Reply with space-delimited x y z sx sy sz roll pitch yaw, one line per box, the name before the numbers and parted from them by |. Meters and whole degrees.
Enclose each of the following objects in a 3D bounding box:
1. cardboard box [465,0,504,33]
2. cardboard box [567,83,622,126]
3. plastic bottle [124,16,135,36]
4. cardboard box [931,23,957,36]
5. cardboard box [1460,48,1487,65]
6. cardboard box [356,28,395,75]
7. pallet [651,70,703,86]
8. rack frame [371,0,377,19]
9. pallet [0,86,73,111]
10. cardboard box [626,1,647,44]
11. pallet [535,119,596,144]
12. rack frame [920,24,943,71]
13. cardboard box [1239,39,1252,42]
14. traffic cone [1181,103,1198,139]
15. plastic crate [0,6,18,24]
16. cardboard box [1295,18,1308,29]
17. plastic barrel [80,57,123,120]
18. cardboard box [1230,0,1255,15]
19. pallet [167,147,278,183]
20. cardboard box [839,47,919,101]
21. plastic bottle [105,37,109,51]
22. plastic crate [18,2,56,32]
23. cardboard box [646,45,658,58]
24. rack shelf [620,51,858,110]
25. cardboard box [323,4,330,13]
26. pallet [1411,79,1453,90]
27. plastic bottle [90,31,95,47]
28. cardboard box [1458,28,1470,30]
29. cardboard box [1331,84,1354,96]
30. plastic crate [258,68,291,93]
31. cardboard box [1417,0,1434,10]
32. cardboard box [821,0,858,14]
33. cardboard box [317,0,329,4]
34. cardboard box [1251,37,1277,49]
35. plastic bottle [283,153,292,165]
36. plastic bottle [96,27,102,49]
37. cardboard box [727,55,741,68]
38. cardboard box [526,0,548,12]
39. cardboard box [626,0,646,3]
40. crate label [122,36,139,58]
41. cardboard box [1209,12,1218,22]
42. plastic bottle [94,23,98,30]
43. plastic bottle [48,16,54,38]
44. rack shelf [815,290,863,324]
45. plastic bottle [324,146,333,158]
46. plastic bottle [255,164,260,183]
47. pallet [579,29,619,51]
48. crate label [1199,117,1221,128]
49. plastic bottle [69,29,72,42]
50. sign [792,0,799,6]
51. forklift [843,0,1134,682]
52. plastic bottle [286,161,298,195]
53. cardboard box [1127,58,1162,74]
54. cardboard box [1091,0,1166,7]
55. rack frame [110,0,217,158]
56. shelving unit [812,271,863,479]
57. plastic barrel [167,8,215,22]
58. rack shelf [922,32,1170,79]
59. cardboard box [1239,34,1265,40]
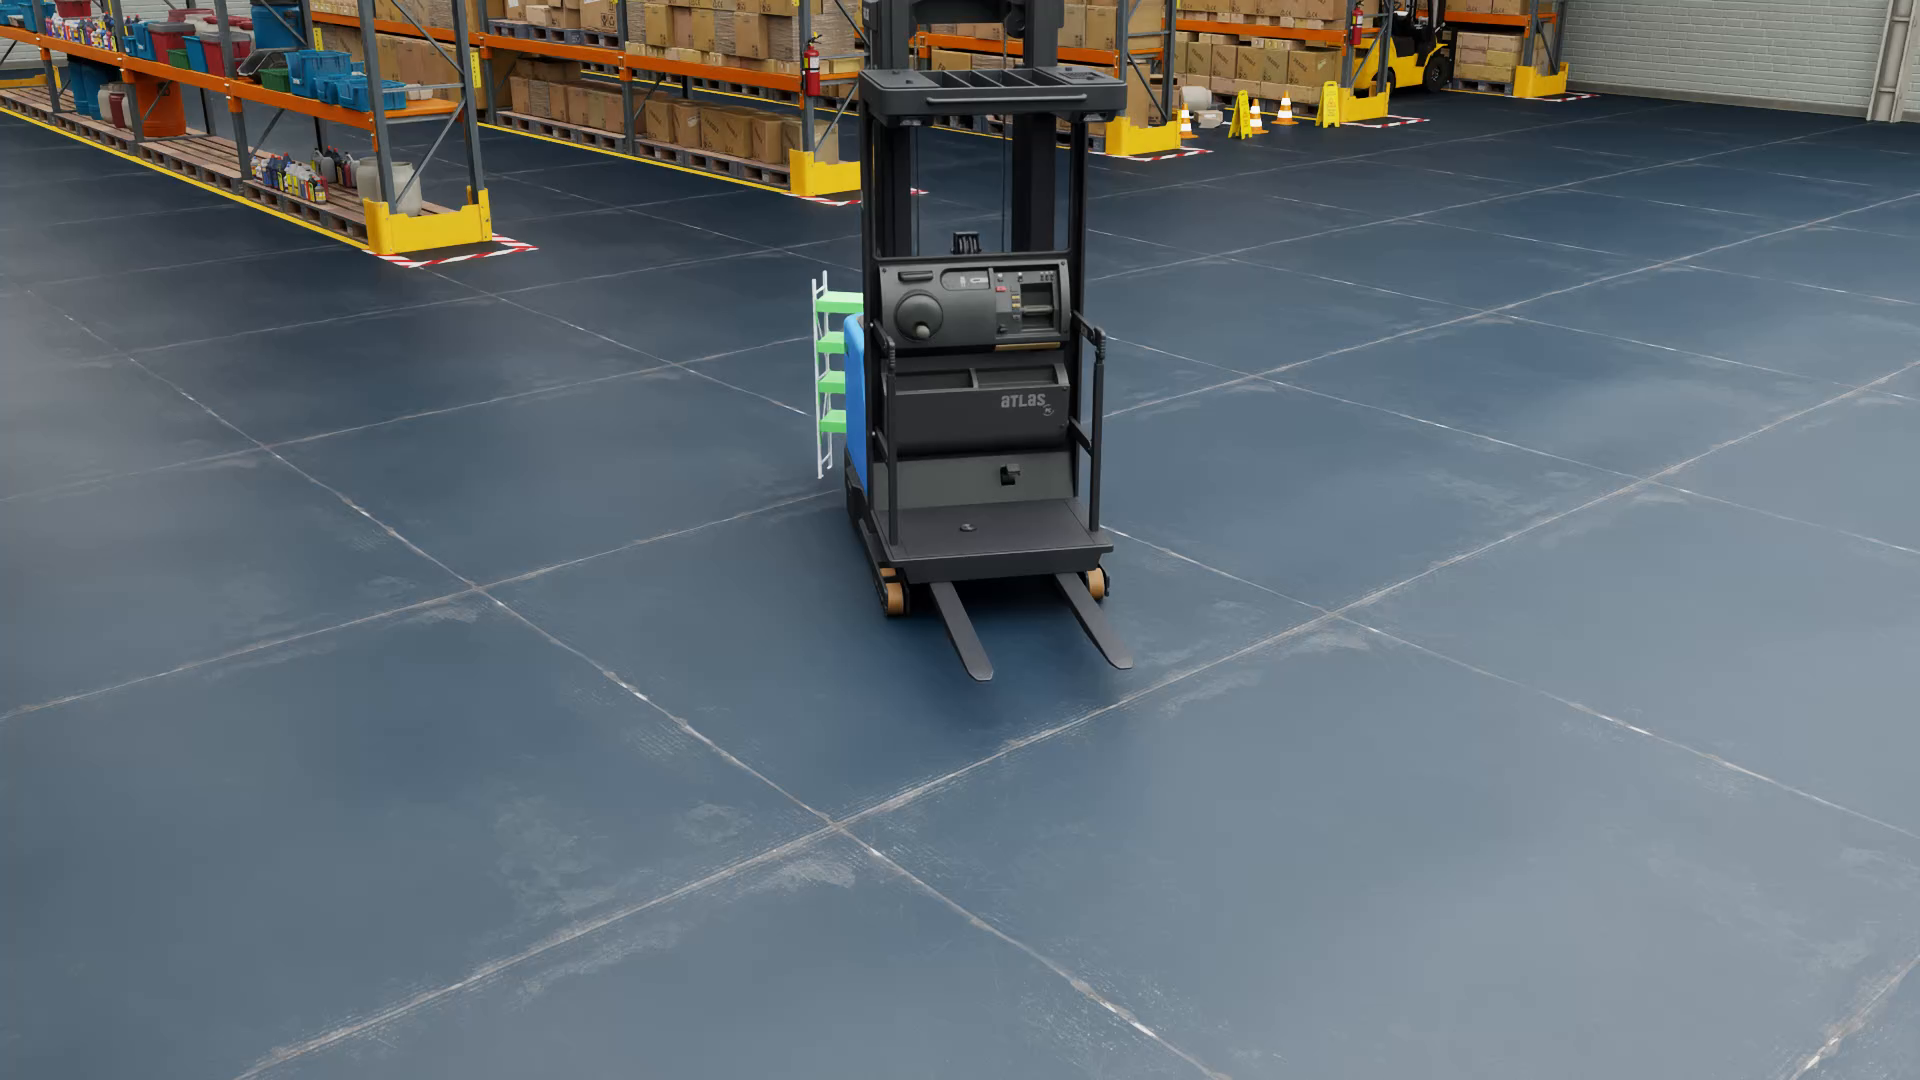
cardboard box | -7.110 -7.815 24.686 0.500 0.500 0.500 -16 27 -36
cardboard box | -5.036 -6.092 23.249 0.500 0.500 0.700 20 29 41
plastic bottle | -11.424 -7.040 22.913 0.144 0.351 0.185 -17 27 -37
cardboard box | 0.084 -7.709 24.348 0.875 0.550 0.550 -17 27 -37
cardboard box | 9.014 -8.372 28.754 0.500 0.250 0.500 -18 28 -38
cardboard box | -9.581 -8.204 28.154 0.875 0.875 0.875 -17 27 -37
pallet | -4.878 -8.436 30.232 1.003 0.211 1.213 -17 27 -37
rack frame | -9.211 -8.796 27.328 1.000 3.000 0.127 -17 27 -37
pallet | -15.065 -7.187 27.043 1.003 0.211 1.213 -17 27 -37
cardboard box | -3.742 -6.632 21.258 0.875 0.500 0.500 -17 27 -37
pallet | -5.299 -5.839 23.603 1.003 0.211 1.213 -17 27 -37
rack frame | -0.165 -7.738 24.629 1.000 3.000 0.127 -17 27 -37
cardboard box | 4.441 -7.970 27.385 0.500 0.500 0.500 -17 27 -36
traffic cone | 3.175 -5.937 23.507 0.336 0.463 0.334 -17 27 -37
plastic crate | -14.803 -8.162 25.856 0.416 0.233 0.300 -17 27 -37
cardboard box | 5.323 -7.895 25.372 0.380 0.149 0.250 -18 28 -38
plastic barrel | -12.159 -6.485 23.731 0.600 0.901 0.708 -17 27 -37
cardboard box | 4.603 -8.532 26.110 0.500 0.500 0.500 -17 27 -37
pallet | -9.084 -4.653 20.575 1.003 0.211 1.213 -17 27 -37
cardboard box | -1.266 -7.304 26.028 1.050 0.750 0.750 -17 27 -37
plastic bottle | -11.152 -6.529 21.814 0.097 0.201 0.097 0 21 0
plastic crate | -13.526 -7.685 24.432 0.392 0.384 0.575 -17 27 -37
cardboard box | -3.739 -6.203 21.053 0.380 0.149 0.250 -17 27 -37
rack shelf | -2.683 -5.698 20.406 1.077 0.370 4.000 -17 27 -37
cardboard box | -10.663 -9.111 28.477 0.380 0.149 0.250 -17 27 -37
pallet | 8.564 -8.262 29.789 1.003 0.211 1.213 -17 27 -37
plastic bottle | -11.596 -6.718 22.295 0.097 0.201 0.097 0 21 0
cardboard box | 8.741 -9.002 29.678 0.500 0.250 0.500 -18 28 -38
cardboard box | 5.813 -7.044 26.049 0.500 0.250 0.500 -18 28 -38
plastic crate | -7.069 -4.866 17.584 0.450 0.188 0.662 -17 27 -37
cardboard box | 8.365 -9.566 29.157 0.500 0.500 0.500 -17 27 -37
cardboard box | -1.530 -6.348 19.162 0.500 0.500 0.500 -17 27 -37
cardboard box | -10.699 -9.348 28.536 0.500 0.250 0.500 -18 28 -38
cardboard box | 4.786 -7.794 26.048 0.380 0.149 0.250 -16 27 -35
plastic bottle | -7.419 -4.091 18.344 0.144 0.351 0.185 -17 27 -37
plastic bottle | -11.406 -6.670 22.076 0.097 0.271 0.097 0 21 0
cardboard box | -2.549 -5.735 19.857 0.380 0.149 0.250 -17 27 -37
cardboard box | -5.777 -7.663 23.722 0.700 0.500 0.500 -13 25 -30
cardboard box | -3.888 -7.051 20.958 0.500 0.500 0.500 -17 27 -37
crate label | -10.361 -6.228 21.002 0.303 0.233 0.416 -17 27 -37
cardboard box | 4.215 -8.398 26.657 0.380 0.149 0.250 -18 27 -38
plastic bottle | -11.697 -6.869 22.568 0.061 0.283 0.133 -17 27 -37
plastic bottle | -12.960 -7.323 23.727 0.061 0.283 0.133 -17 27 -37
rack shelf | -0.572 -1.335 9.607 0.480 0.148 0.258 4 22 11
plastic bottle | -7.102 -4.269 18.799 0.144 0.351 0.185 -18 28 -39
plastic bottle | -7.799 -4.088 18.542 0.097 0.201 0.097 0 21 0
pallet | -4.378 -6.742 22.348 1.003 0.211 1.213 -17 27 -37
crate label | 3.693 -6.163 24.531 0.298 0.136 0.250 7 23 18
plastic bottle | -12.290 -7.011 23.045 0.097 0.201 0.097 0 21 0
sign | -1.811 -6.040 18.272 0.100 0.325 0.005 -17 27 -37
forklift | 0.117 -1.140 7.876 1.130 2.935 3.031 -4 22 -10
plastic bottle | -7.128 -3.887 17.823 0.144 0.351 0.185 -18 27 -38
cardboard box | 3.174 -8.061 28.480 0.950 0.372 0.625 -17 27 -37
cardboard box | 2.233 -7.318 21.868 0.875 0.550 0.550 -17 27 -37
rack frame | -10.352 -6.512 21.496 1.000 3.000 0.127 -17 27 -37
shelving unit | -0.572 -0.948 9.758 0.503 1.200 0.258 4 22 11
plastic barrel | -9.820 -6.519 21.328 0.600 0.536 0.708 -17 27 -37
rack shelf | 1.140 -6.851 23.349 1.077 0.370 4.000 -17 27 -37
cardboard box | 5.934 -9.782 32.527 0.875 0.625 0.625 -19 28 -40
